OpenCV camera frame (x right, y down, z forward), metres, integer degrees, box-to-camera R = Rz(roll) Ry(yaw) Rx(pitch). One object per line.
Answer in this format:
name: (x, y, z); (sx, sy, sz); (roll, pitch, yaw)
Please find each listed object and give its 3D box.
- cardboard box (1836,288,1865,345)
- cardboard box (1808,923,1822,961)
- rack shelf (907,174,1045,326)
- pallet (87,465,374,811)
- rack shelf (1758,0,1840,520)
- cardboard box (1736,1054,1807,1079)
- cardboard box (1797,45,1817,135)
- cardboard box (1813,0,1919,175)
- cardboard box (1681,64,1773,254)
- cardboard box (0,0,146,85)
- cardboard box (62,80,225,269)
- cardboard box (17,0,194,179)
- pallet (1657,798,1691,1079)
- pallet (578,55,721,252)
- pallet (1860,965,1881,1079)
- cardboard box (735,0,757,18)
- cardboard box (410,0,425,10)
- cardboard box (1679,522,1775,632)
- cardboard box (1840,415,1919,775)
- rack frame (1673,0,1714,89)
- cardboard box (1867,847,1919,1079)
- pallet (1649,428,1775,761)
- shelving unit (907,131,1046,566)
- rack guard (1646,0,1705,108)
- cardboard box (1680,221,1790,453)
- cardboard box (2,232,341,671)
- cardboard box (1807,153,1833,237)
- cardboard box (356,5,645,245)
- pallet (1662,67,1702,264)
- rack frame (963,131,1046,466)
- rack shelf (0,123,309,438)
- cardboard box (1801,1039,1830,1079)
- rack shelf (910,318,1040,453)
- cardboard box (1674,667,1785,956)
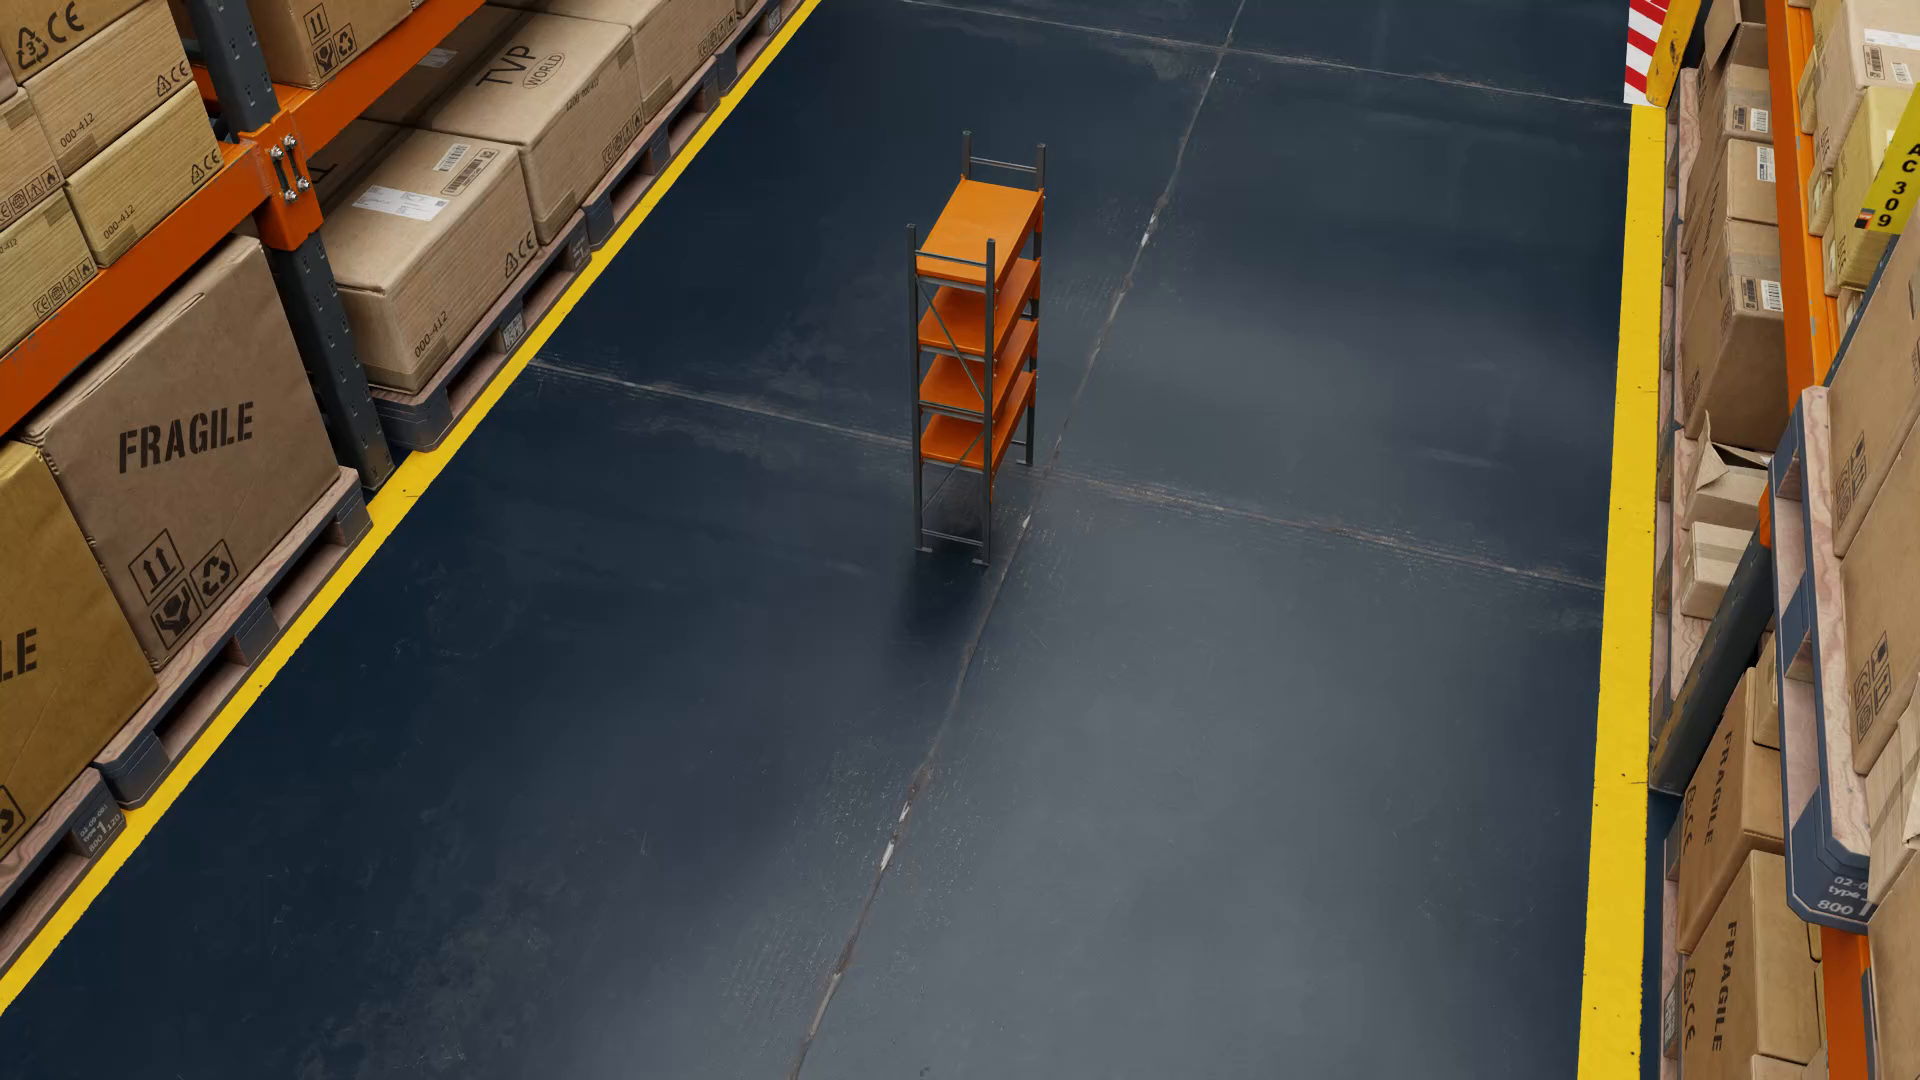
cardboard box: (2.232, -0.497, 3.793); (0.380, 0.149, 0.250); (13, 46, 13)
cardboard box: (1.937, 0.748, 3.365); (0.380, 0.149, 0.250); (10, 45, 10)
rack shelf: (0.050, -0.820, 4.668); (0.258, 0.148, 0.480); (13, 46, 13)
pallet: (-2.518, 0.157, 4.939); (1.003, 0.211, 1.213); (13, 46, 13)
rack shelf: (2.982, -1.397, 5.047); (1.077, 0.370, 4.000); (13, 46, 13)
cardboard box: (1.708, 1.386, 3.176); (0.500, 0.500, 0.500); (11, 45, 11)
cardboard box: (2.501, -1.199, 4.510); (0.380, 0.149, 0.250); (12, 46, 12)
cardboard box: (2.435, -1.102, 4.126); (0.500, 0.250, 0.500); (13, 46, 13)
cardboard box: (3.016, -1.295, 5.916); (0.700, 0.500, 0.500); (14, 46, 14)
cardboard box: (-2.252, -1.412, 3.762); (0.500, 0.500, 0.500); (14, 46, 14)
cardboard box: (-2.251, -0.964, 4.198); (0.500, 0.250, 0.500); (12, 46, 12)
cardboard box: (-2.258, -1.150, 4.030); (0.500, 0.250, 0.500); (12, 46, 12)
pallet: (2.166, 1.226, 3.847); (1.003, 0.211, 1.213); (13, 46, 13)
pallet: (-1.683, -1.680, 6.815); (1.003, 0.211, 1.213); (13, 46, 12)
pallet: (1.749, 1.116, 2.102); (1.003, 0.211, 1.213); (13, 46, 13)
cardboard box: (-1.249, -2.810, 7.508); (0.875, 0.438, 0.875); (11, 45, 11)
cardboard box: (-1.808, -1.998, 5.075); (0.500, 0.500, 0.500); (13, 46, 13)
cardboard box: (2.265, 0.114, 4.727); (0.380, 0.149, 0.250); (11, 45, 11)
cardboard box: (1.859, 0.113, 2.618); (0.700, 0.500, 0.500); (13, 46, 13)
rack frame: (3.587, -2.987, 6.158); (1.000, 3.000, 0.127); (13, 46, 13)
cardboard box: (1.622, 0.636, 2.083); (0.700, 0.500, 0.500); (12, 46, 12)
pallet: (2.585, 0.218, 4.876); (1.003, 0.211, 1.213); (13, 46, 13)
shelving unit: (0.050, -0.539, 4.943); (0.258, 1.200, 0.503); (13, 46, 13)
rack guard: (3.564, -2.043, 6.981); (1.175, 0.500, 0.348); (13, 46, 13)
cardboard box: (2.701, -0.603, 5.209); (0.700, 0.500, 0.500); (11, 45, 11)
cardboard box: (-2.467, -0.331, 4.662); (0.875, 0.875, 0.875); (14, 46, 14)
cardboard box: (2.346, -0.854, 4.158); (0.380, 0.149, 0.250); (14, 46, 14)
cardboard box: (-1.793, -1.597, 6.269); (0.875, 0.438, 0.875); (11, 45, 11)
pallet: (3.324, -1.408, 6.539); (1.003, 0.211, 1.213); (13, 46, 13)
rack frame: (0.124, -0.702, 5.109); (0.240, 1.200, 0.015); (13, 46, 13)
rack shelf: (-2.961, 0.220, 3.395); (1.077, 0.370, 4.000); (13, 46, 13)
cardboard box: (1.755, 1.092, 3.013); (0.380, 0.149, 0.250); (12, 46, 12)
rack shelf: (0.050, -0.491, 4.990); (0.258, 0.148, 0.480); (13, 46, 13)
cardboard box: (2.015, 0.697, 3.880); (0.500, 0.500, 0.500); (14, 46, 14)
